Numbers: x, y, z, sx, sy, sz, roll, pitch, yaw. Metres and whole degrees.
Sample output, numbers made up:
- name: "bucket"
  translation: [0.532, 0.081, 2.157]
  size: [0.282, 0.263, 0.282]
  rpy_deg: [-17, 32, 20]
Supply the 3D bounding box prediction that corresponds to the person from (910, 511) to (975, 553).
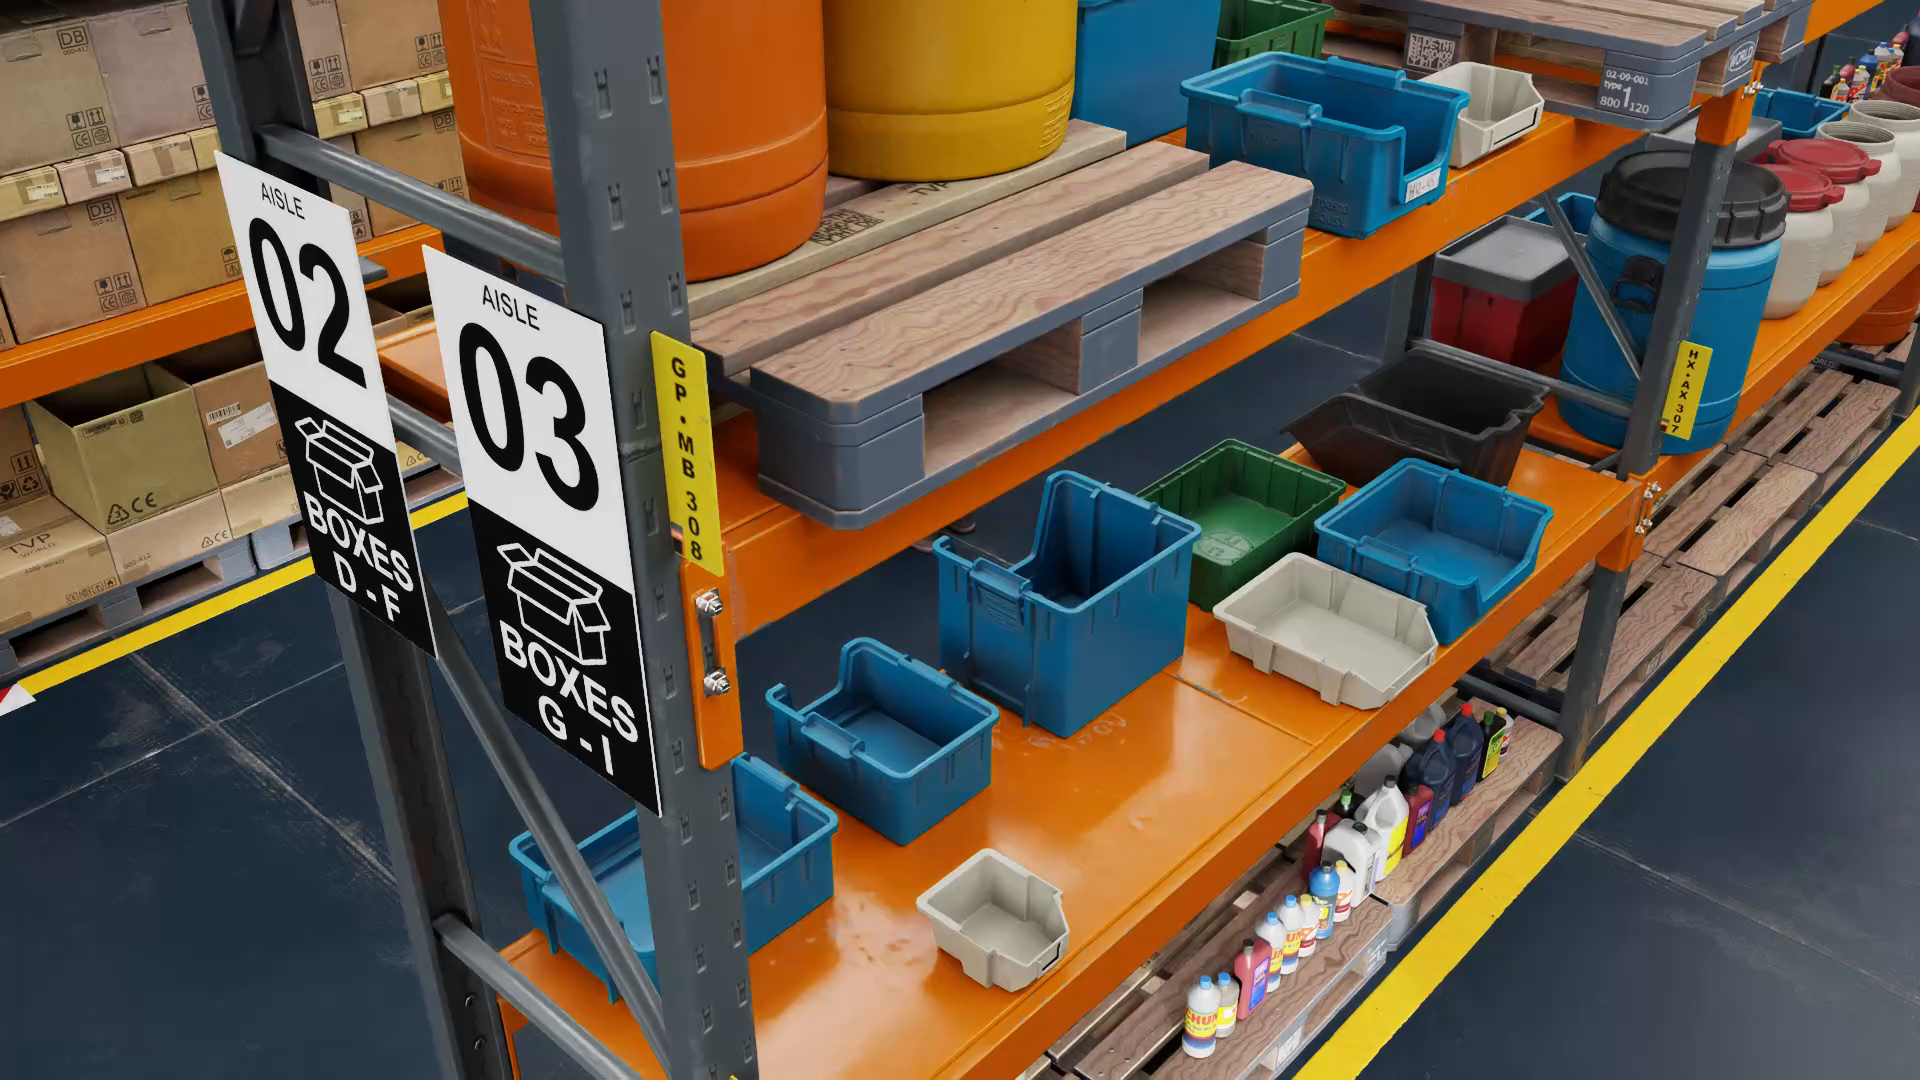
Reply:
- name: "person"
  translation: [-0.149, -0.723, 7.328]
  size: [0.304, 1.655, 0.438]
  rpy_deg: [26, 40, 36]
